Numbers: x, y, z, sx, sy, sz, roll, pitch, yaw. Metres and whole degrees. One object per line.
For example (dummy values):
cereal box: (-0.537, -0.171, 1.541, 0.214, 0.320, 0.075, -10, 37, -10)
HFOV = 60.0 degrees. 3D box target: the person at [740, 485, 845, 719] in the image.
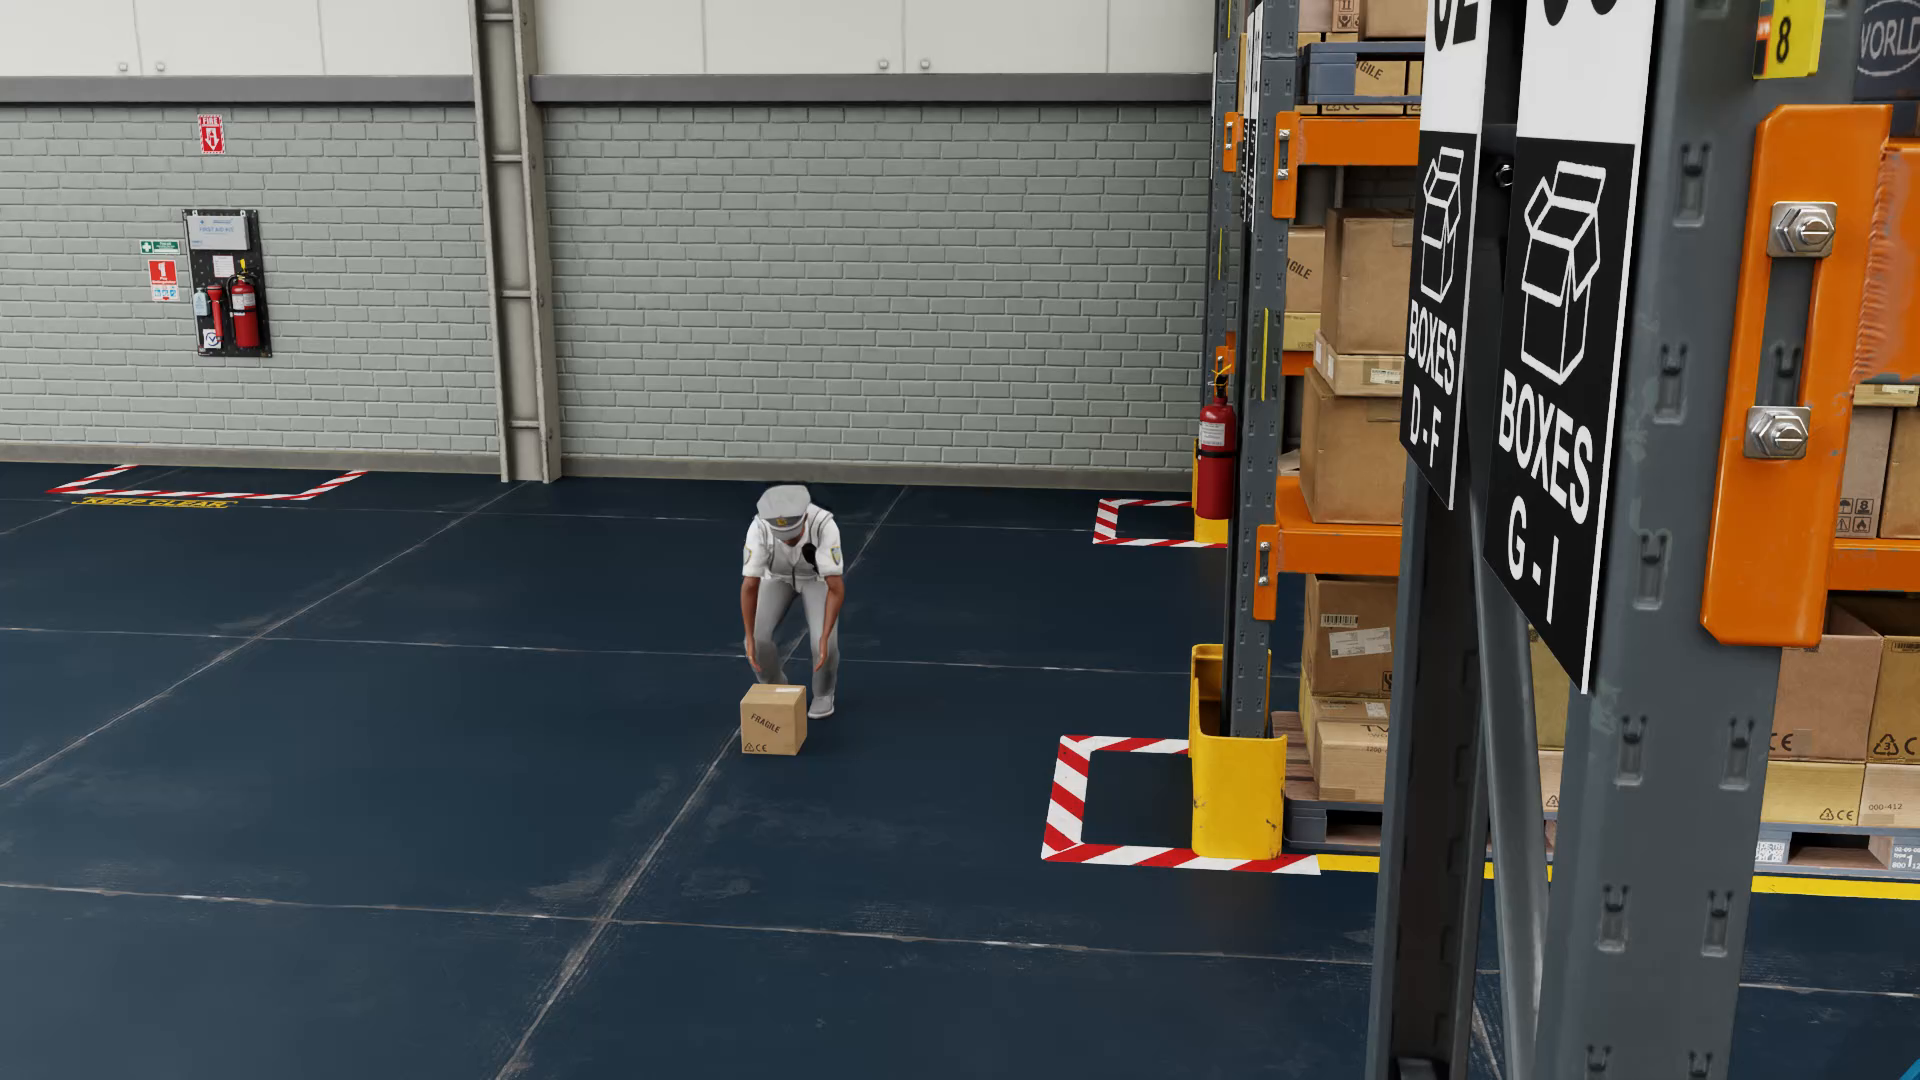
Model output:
person: (-0.770, 0.277, 7.894, 0.496, 1.189, 0.803, 2, 14, 6)
